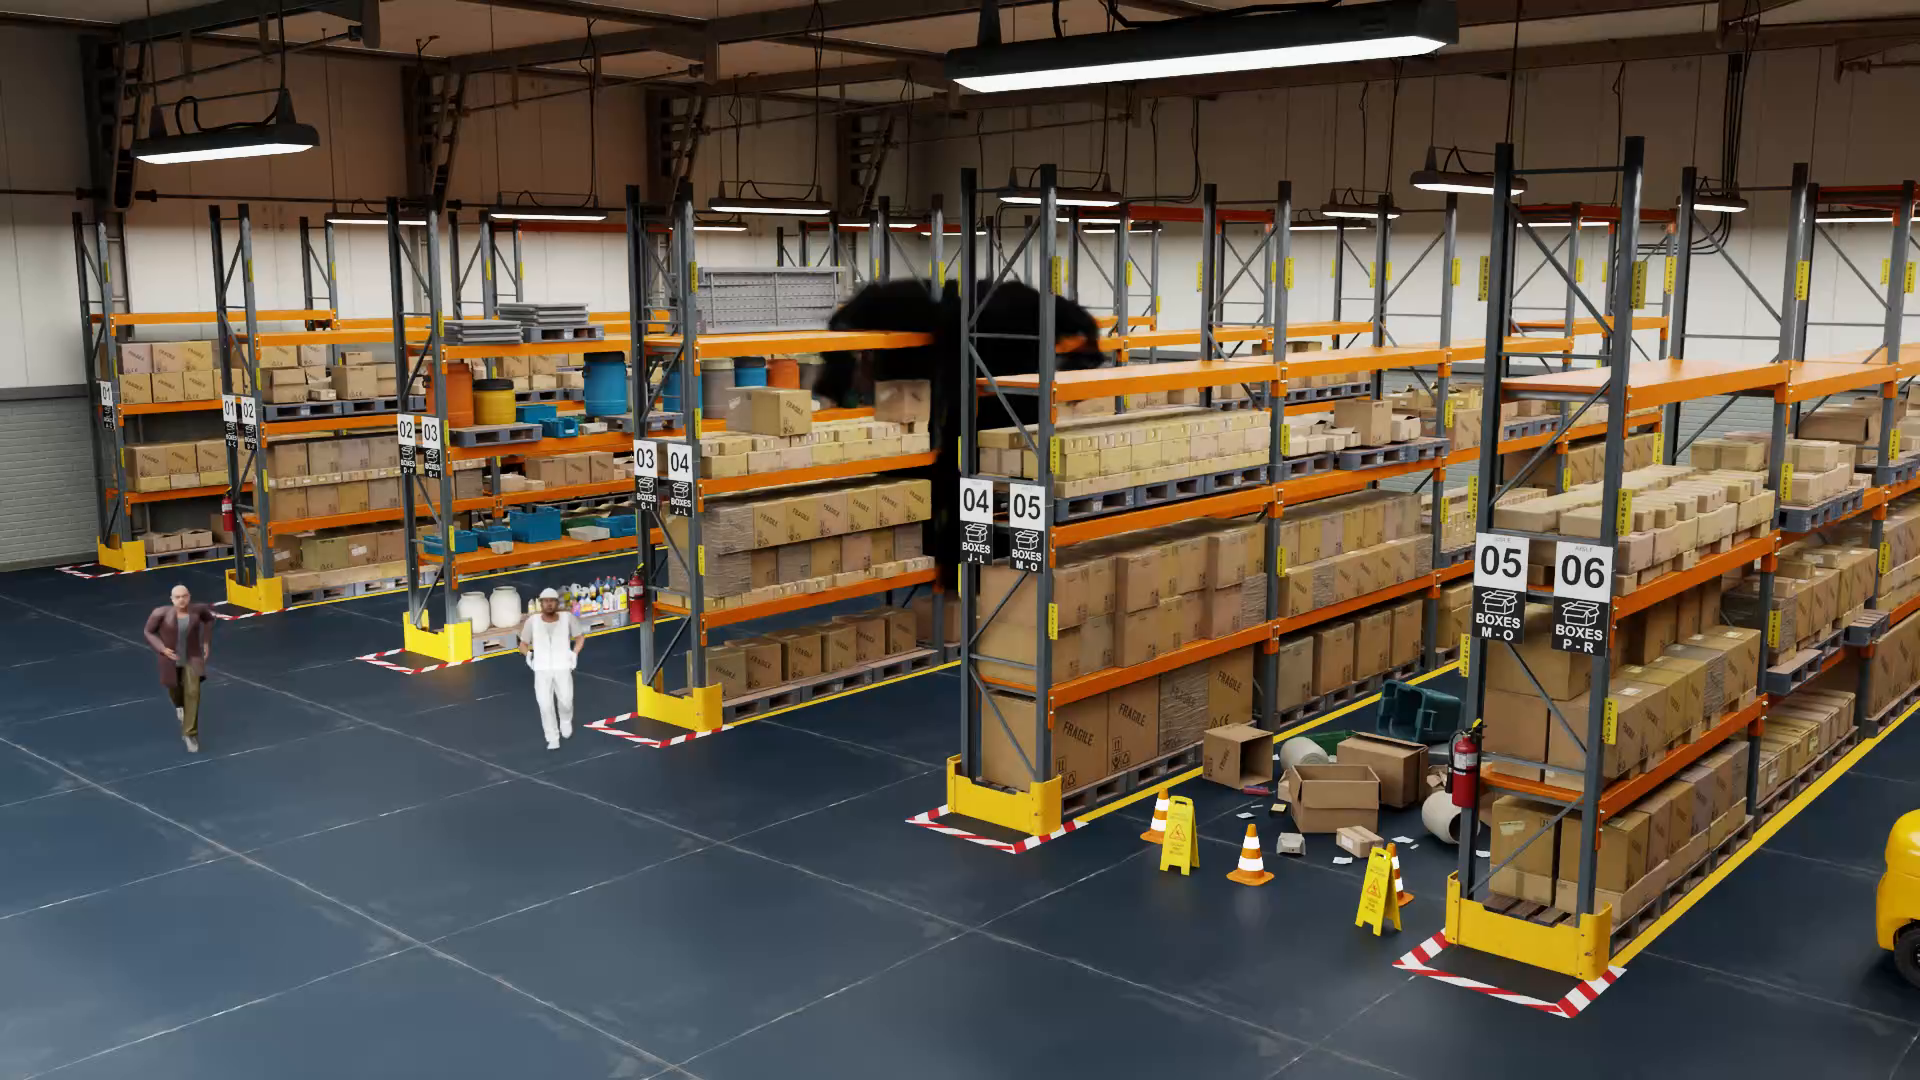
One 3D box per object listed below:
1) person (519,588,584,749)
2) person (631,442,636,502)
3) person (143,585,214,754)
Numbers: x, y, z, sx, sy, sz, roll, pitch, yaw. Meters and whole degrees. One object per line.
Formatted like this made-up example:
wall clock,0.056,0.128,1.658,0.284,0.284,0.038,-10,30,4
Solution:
person,-4.356,1.376,17.770,0.676,1.735,0.613,-2,10,-11
person,-6.310,-1.109,32.920,0.767,1.741,0.524,-9,13,-42
person,-8.448,1.331,18.047,0.713,1.778,1.184,-5,11,-28
